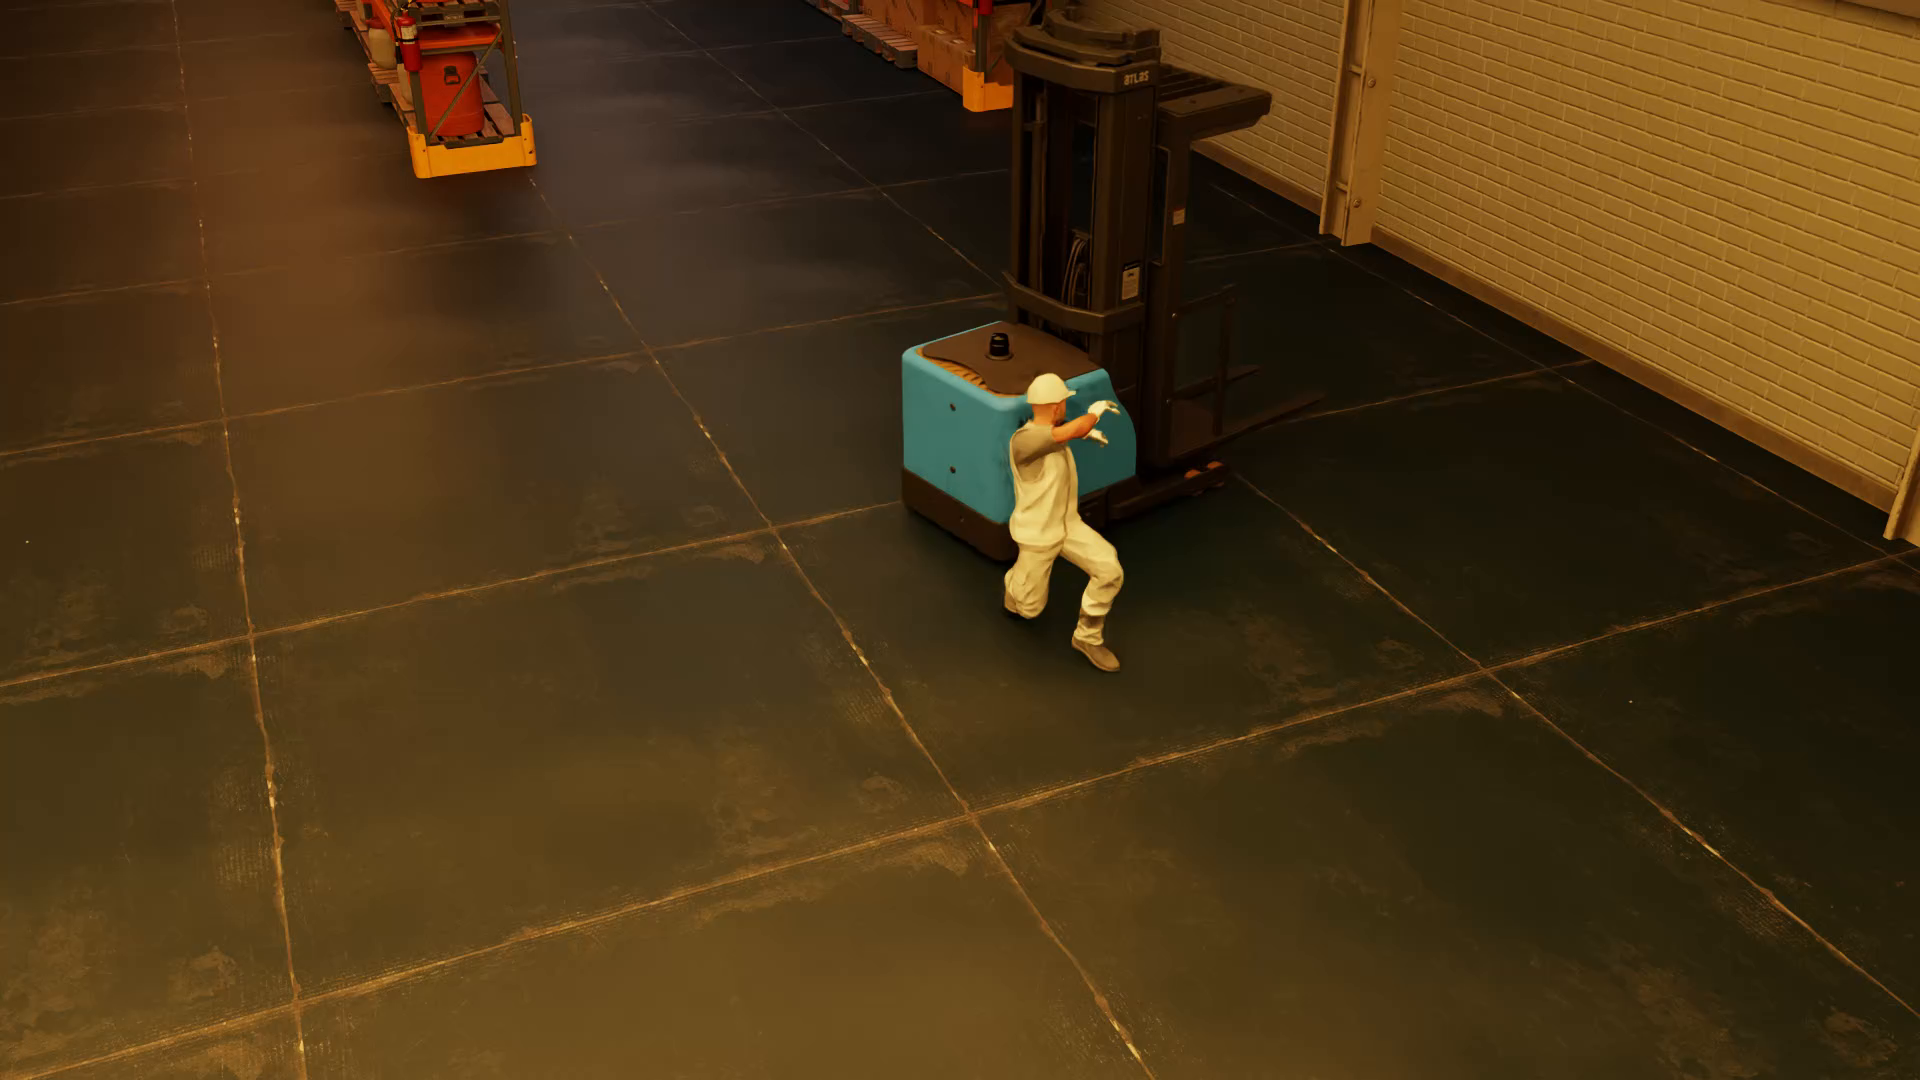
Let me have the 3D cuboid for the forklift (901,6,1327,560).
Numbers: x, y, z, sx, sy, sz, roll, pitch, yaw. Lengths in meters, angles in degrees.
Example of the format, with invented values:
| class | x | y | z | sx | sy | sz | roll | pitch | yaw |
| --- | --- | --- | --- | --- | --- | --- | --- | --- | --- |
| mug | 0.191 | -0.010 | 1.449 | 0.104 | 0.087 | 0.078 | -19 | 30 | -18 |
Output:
| class | x | y | z | sx | sy | sz | roll | pitch | yaw |
| --- | --- | --- | --- | --- | --- | --- | --- | --- | --- |
| forklift | 1.110 | -1.736 | 10.156 | 3.031 | 2.935 | 1.130 | -21 | 36 | -32 |

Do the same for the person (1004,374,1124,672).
| class | x | y | z | sx | sy | sz | roll | pitch | yaw |
| --- | --- | --- | --- | --- | --- | --- | --- | --- | --- |
| person | 0.693 | -0.191 | 8.907 | 0.995 | 1.468 | 0.977 | -23 | 37 | -34 |
